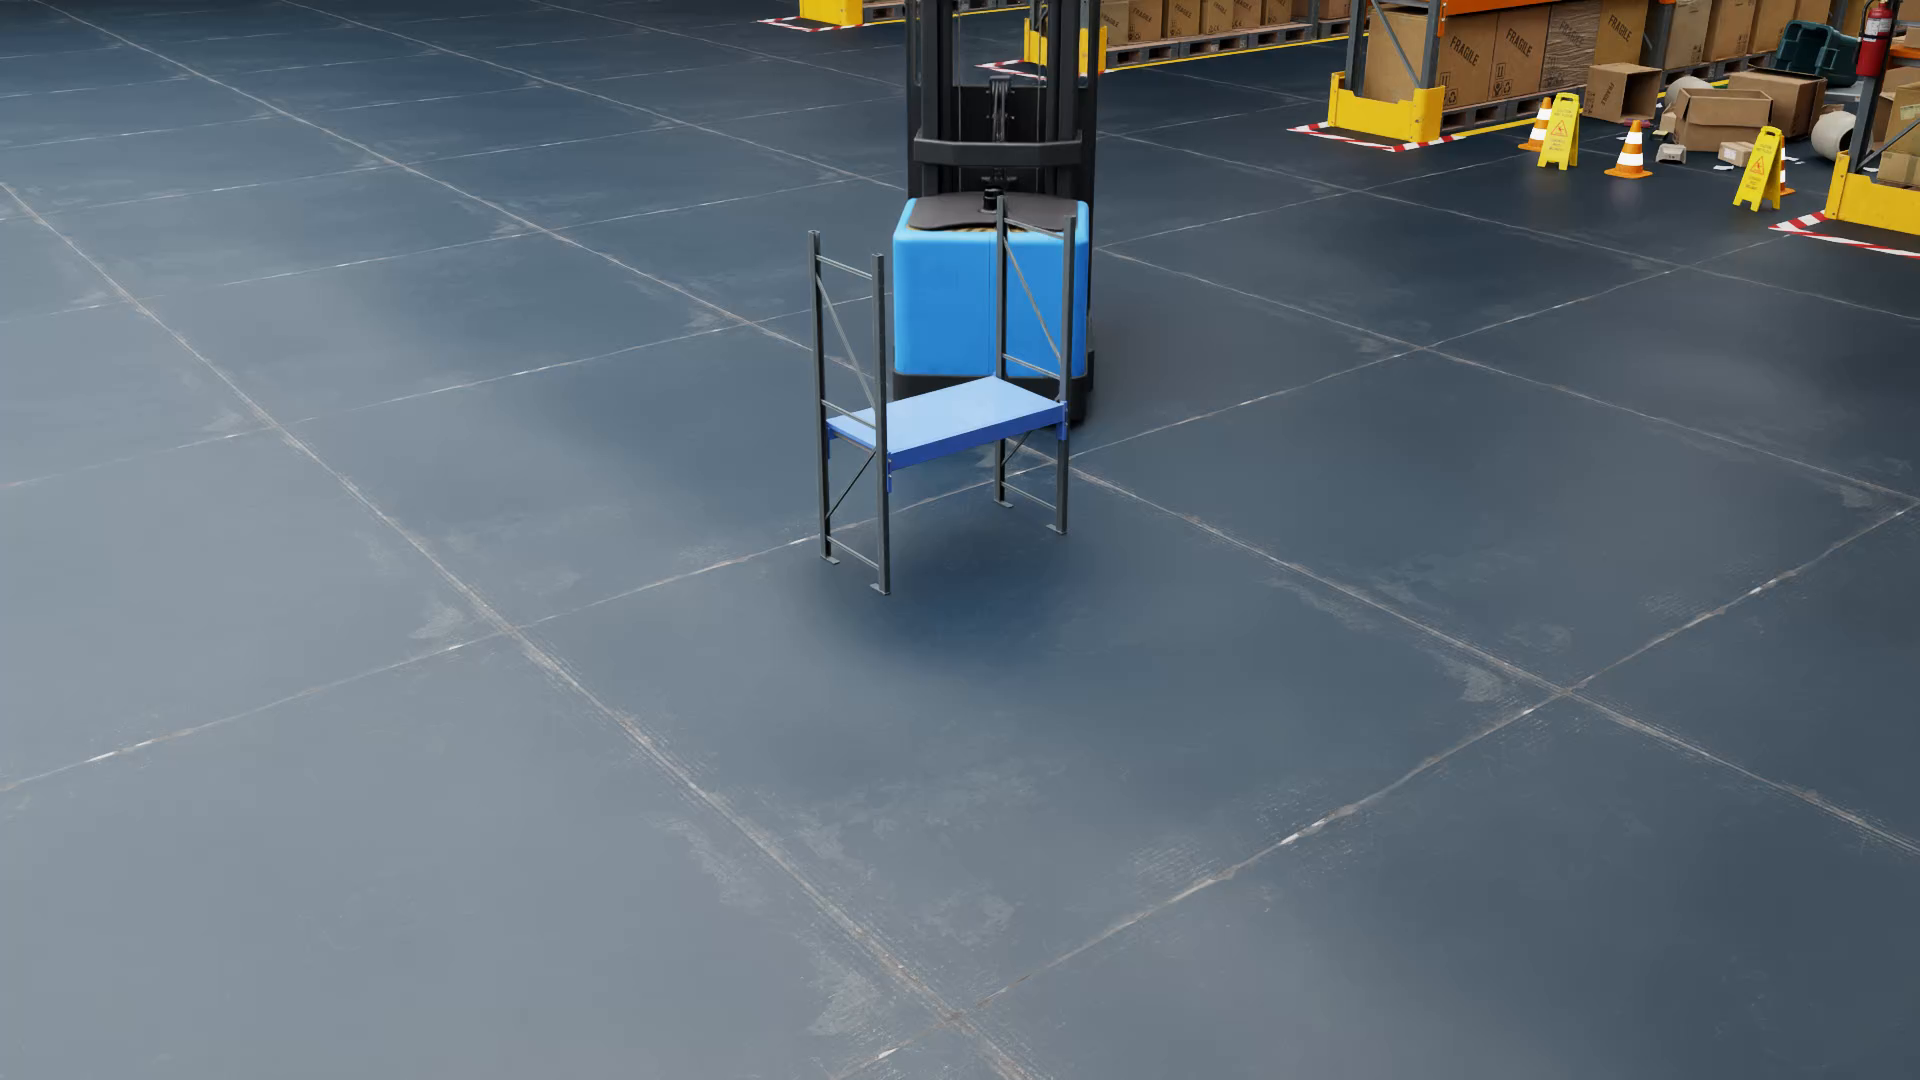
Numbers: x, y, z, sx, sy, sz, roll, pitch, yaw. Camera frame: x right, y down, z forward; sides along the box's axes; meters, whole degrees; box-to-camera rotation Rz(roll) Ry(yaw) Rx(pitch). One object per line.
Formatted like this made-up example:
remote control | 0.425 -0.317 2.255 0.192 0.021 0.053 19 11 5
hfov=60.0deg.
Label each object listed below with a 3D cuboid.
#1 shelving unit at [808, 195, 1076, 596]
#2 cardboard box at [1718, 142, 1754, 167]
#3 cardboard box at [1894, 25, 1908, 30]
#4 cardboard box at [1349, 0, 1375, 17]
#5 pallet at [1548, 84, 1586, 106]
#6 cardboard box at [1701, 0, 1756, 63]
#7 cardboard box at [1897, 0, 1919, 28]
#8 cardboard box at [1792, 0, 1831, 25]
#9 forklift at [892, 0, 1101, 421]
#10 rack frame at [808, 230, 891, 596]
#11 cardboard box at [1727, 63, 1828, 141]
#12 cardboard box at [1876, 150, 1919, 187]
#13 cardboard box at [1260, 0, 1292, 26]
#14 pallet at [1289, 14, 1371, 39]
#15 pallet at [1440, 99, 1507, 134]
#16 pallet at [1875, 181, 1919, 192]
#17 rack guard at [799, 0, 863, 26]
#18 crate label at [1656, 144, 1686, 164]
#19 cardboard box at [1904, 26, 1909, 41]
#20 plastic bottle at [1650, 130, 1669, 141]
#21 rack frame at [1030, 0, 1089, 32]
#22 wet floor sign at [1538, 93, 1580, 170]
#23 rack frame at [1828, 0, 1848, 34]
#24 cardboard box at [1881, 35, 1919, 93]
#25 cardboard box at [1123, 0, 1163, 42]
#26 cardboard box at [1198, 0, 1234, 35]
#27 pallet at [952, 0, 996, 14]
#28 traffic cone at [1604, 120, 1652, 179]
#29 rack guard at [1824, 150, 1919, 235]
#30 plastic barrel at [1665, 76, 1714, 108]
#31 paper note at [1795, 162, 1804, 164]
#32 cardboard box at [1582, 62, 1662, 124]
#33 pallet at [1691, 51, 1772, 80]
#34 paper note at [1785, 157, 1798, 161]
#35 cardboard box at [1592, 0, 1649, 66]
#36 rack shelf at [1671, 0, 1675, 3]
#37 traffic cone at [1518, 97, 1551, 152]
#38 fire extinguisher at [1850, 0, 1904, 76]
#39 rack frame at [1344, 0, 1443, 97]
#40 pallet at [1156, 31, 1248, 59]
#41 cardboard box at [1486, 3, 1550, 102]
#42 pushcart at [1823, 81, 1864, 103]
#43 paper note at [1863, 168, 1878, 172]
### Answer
shelving unit | -0.067 -0.658 7.351 1.048 1.500 0.538 -18 31 -34
cardboard box | 7.095 -3.492 15.062 0.250 0.149 0.380 -3 25 -7
cardboard box | 11.980 -6.890 21.468 0.500 0.500 0.500 -19 31 -35
cardboard box | 5.226 -7.433 22.615 0.500 0.500 0.700 -18 31 -34
pallet | 6.677 -4.992 18.220 1.213 0.211 1.003 -18 31 -34
cardboard box | 8.519 -6.039 19.337 0.750 0.750 1.050 -18 31 -34
cardboard box | 7.567 -4.188 12.704 0.500 0.500 0.500 -19 31 -35
cardboard box | 9.937 -6.509 20.350 0.750 0.750 1.050 -19 31 -35
forklift | 0.256 -2.551 9.731 1.130 2.935 3.031 2 25 4
rack frame | -0.467 -0.526 7.067 0.032 1.500 0.500 -18 31 -34
cardboard box | 7.861 -4.246 16.104 0.503 0.637 0.797 -18 31 -34
cardboard box | 7.799 -3.024 13.436 0.500 0.250 0.500 -18 31 -34
cardboard box | 4.004 -7.064 21.842 0.500 0.500 0.500 -19 31 -36
pallet | 4.955 -7.036 22.624 1.213 0.211 1.003 -18 31 -34
pallet | 4.757 -4.358 16.854 1.213 0.211 1.003 -18 31 -34
pallet | 8.031 -2.730 13.346 1.213 0.211 1.003 -18 31 -34
rack guard | -1.830 -7.601 23.499 0.348 0.500 1.175 -18 31 -34
crate label | 6.481 -3.520 15.138 0.250 0.136 0.298 10 27 20
cardboard box | 7.604 -3.932 12.923 0.250 0.149 0.380 -19 31 -35
plastic bottle | 6.768 -3.916 16.080 0.133 0.061 0.283 15 29 29
rack frame | 1.195 -7.059 19.361 0.127 3.000 1.000 -18 31 -34
wet floor sign | 5.375 -3.658 14.830 0.267 0.644 0.232 21 32 37
rack frame | 10.472 -7.467 20.242 0.127 3.000 1.000 -18 31 -34
cardboard box | 9.336 -4.606 16.147 0.500 0.500 0.500 -18 31 -34
cardboard box | 2.146 -6.439 20.495 0.500 0.500 0.500 -10 27 -21
cardboard box | 3.117 -6.725 21.113 0.500 0.500 0.500 -22 33 -38
pallet | -0.228 -7.994 24.689 1.213 0.211 1.003 -18 31 -34
traffic cone | 5.900 -3.443 14.585 0.334 0.463 0.336 -18 31 -34
rack guard | 7.370 -2.662 12.856 0.348 0.500 1.175 -18 31 -34
plastic barrel | 7.378 -4.457 16.815 0.421 0.421 0.512 1 25 2
paper note | 7.612 -3.418 15.067 0.123 0.001 0.032 -18 31 -34
cardboard box | 6.736 -4.552 16.927 0.500 0.500 0.500 -13 28 -25
pallet | 8.845 -5.708 19.762 1.213 0.211 1.003 -18 31 -34
paper note | 7.587 -3.500 15.233 0.142 0.019 0.148 -8 26 -16
cardboard box | 6.786 -5.515 18.060 0.875 0.875 0.875 -18 30 -33
rack shelf | 8.898 -6.622 19.274 4.000 0.370 1.077 -18 31 -34
traffic cone | 5.471 -3.906 15.582 0.334 0.463 0.336 -18 31 -34
fire extinguisher | 6.936 -3.864 12.568 0.183 0.674 0.296 -18 31 -34
rack frame | 4.176 -5.389 15.764 0.127 3.000 1.000 -18 31 -34
pallet | 2.876 -6.328 21.099 1.213 0.211 1.003 -18 31 -34
cardboard box | 5.360 -5.043 17.044 0.875 0.875 0.875 -19 31 -35
pushcart | 9.012 -4.368 16.678 1.648 0.377 0.936 15 29 29
paper note | 8.114 -3.301 14.792 0.142 0.019 0.148 15 29 29
